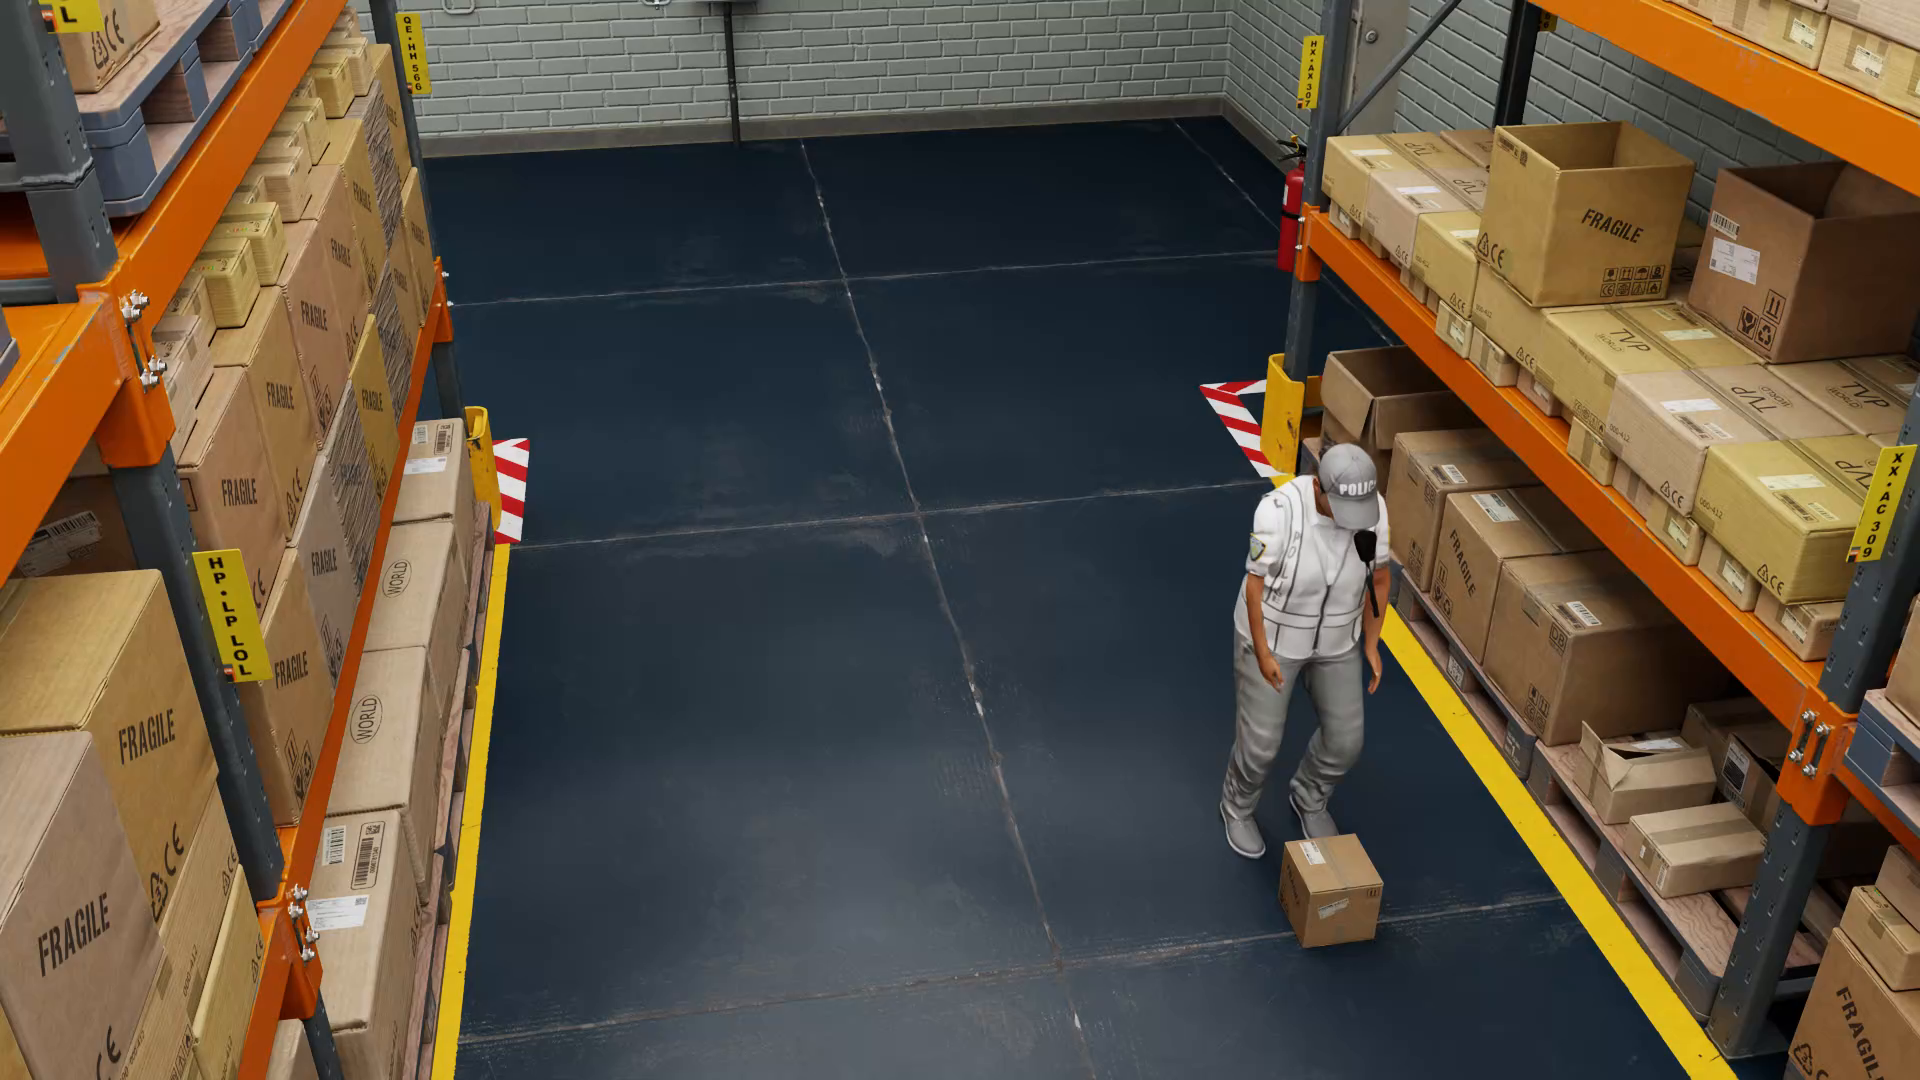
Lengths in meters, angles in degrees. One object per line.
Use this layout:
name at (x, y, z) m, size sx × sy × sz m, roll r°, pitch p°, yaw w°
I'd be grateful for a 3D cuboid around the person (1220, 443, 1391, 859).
person at (1.180, 0.357, 5.601) m, size 0.500 × 1.610 × 0.496 m, roll -5°, pitch 31°, yaw -8°
